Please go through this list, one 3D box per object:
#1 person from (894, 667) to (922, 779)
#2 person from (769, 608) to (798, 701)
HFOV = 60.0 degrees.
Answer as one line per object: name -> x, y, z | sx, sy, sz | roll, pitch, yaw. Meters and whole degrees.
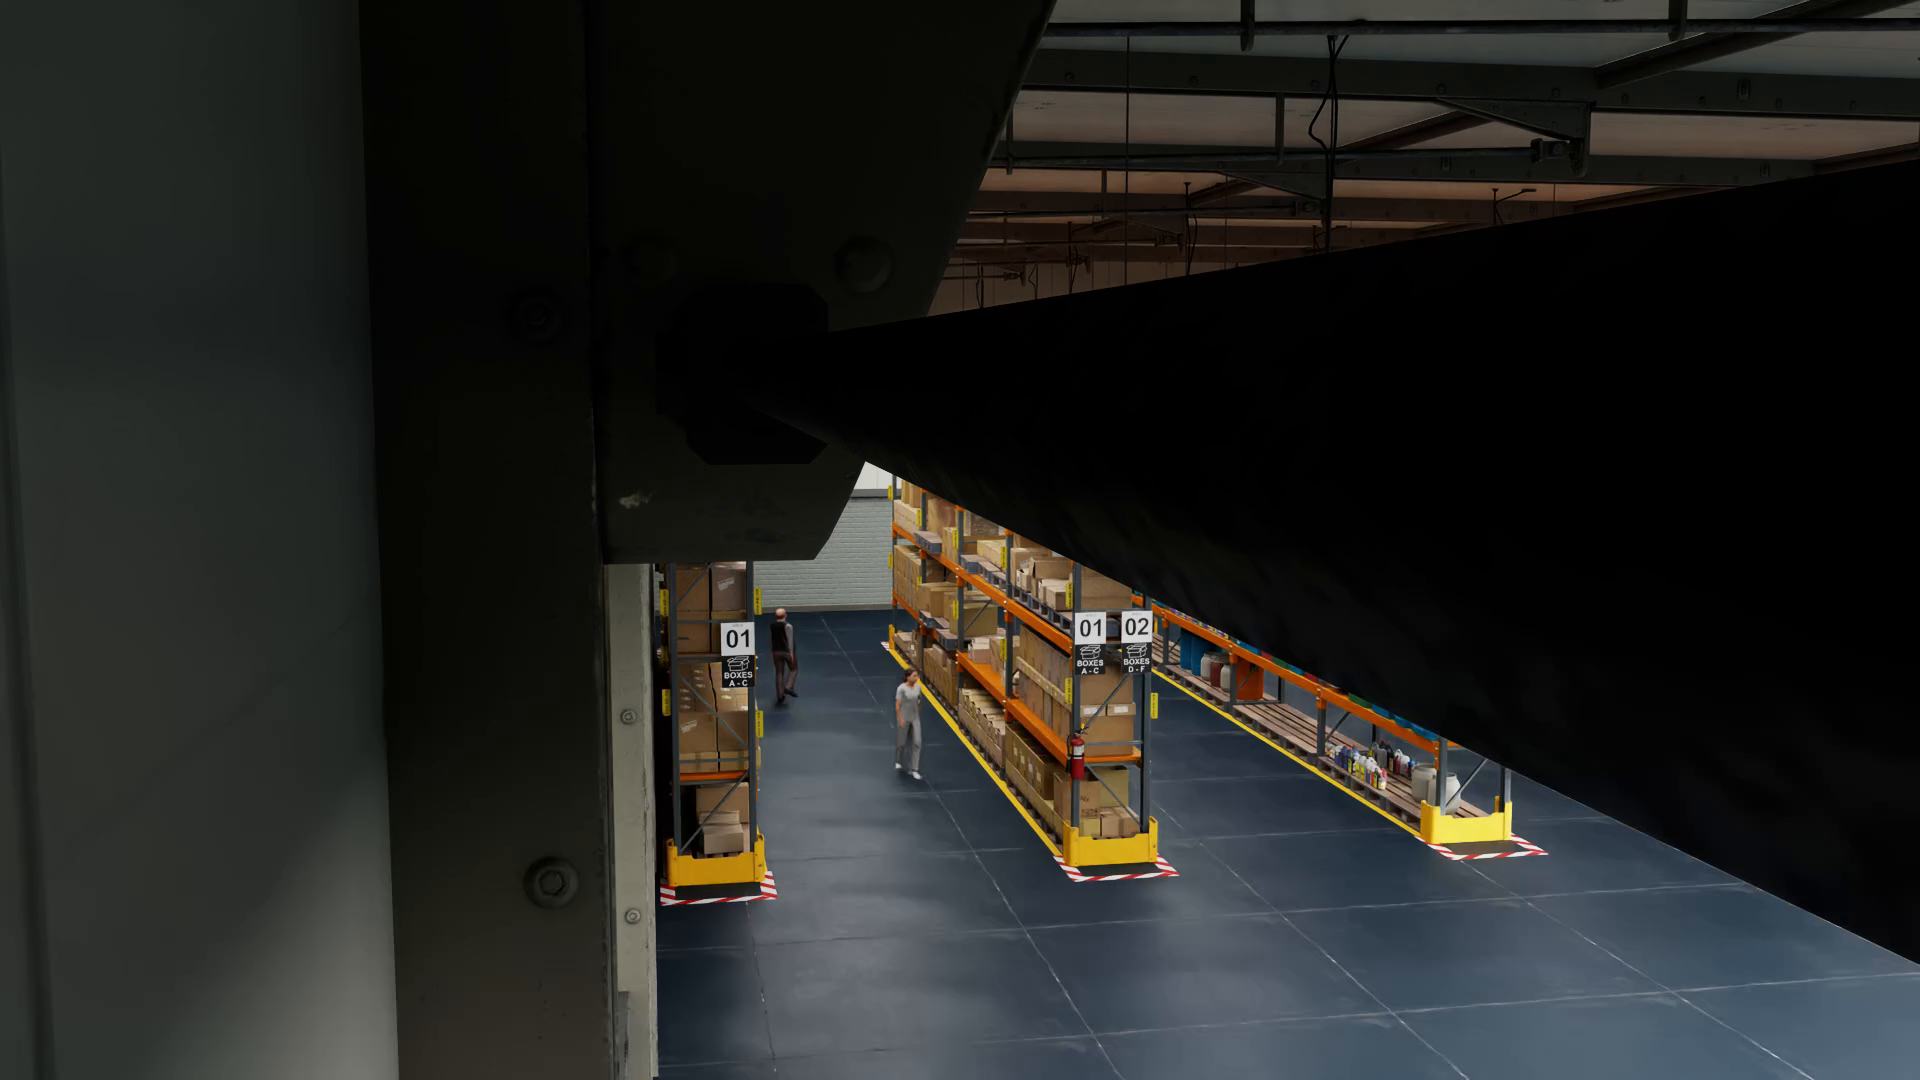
person -> -0.773, 2.774, 25.483 | 0.520, 1.671, 0.766 | -4, 7, -32
person -> -3.301, 2.122, 30.970 | 0.559, 1.706, 0.497 | 1, 6, 11
